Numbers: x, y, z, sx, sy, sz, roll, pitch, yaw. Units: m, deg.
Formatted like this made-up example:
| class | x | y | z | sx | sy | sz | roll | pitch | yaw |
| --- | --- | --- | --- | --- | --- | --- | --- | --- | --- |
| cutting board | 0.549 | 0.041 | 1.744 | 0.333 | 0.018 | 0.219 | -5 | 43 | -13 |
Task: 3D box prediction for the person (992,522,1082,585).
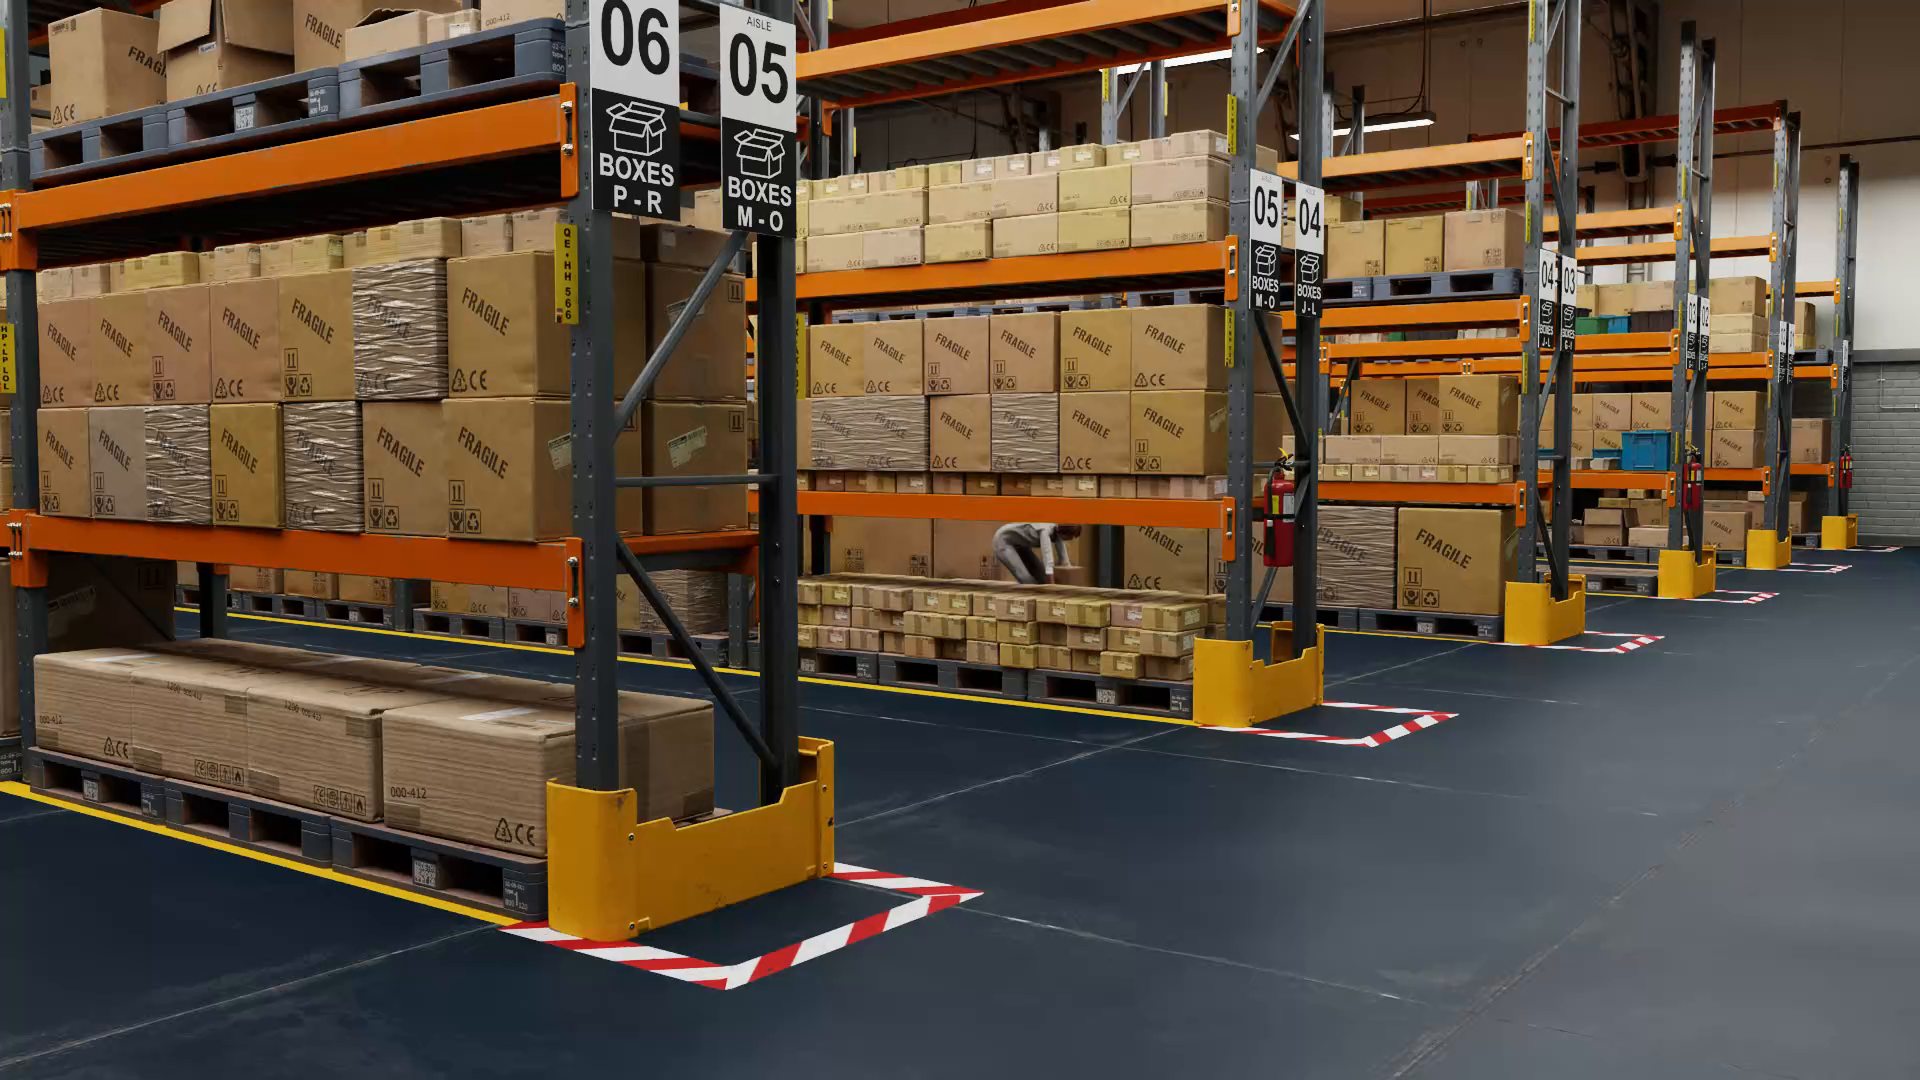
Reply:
| class | x | y | z | sx | sy | sz | roll | pitch | yaw |
| --- | --- | --- | --- | --- | --- | --- | --- | --- | --- |
| person | 0.677 | 0.279 | 14.595 | 0.857 | 1.018 | 0.411 | 2 | 4 | 33 |
